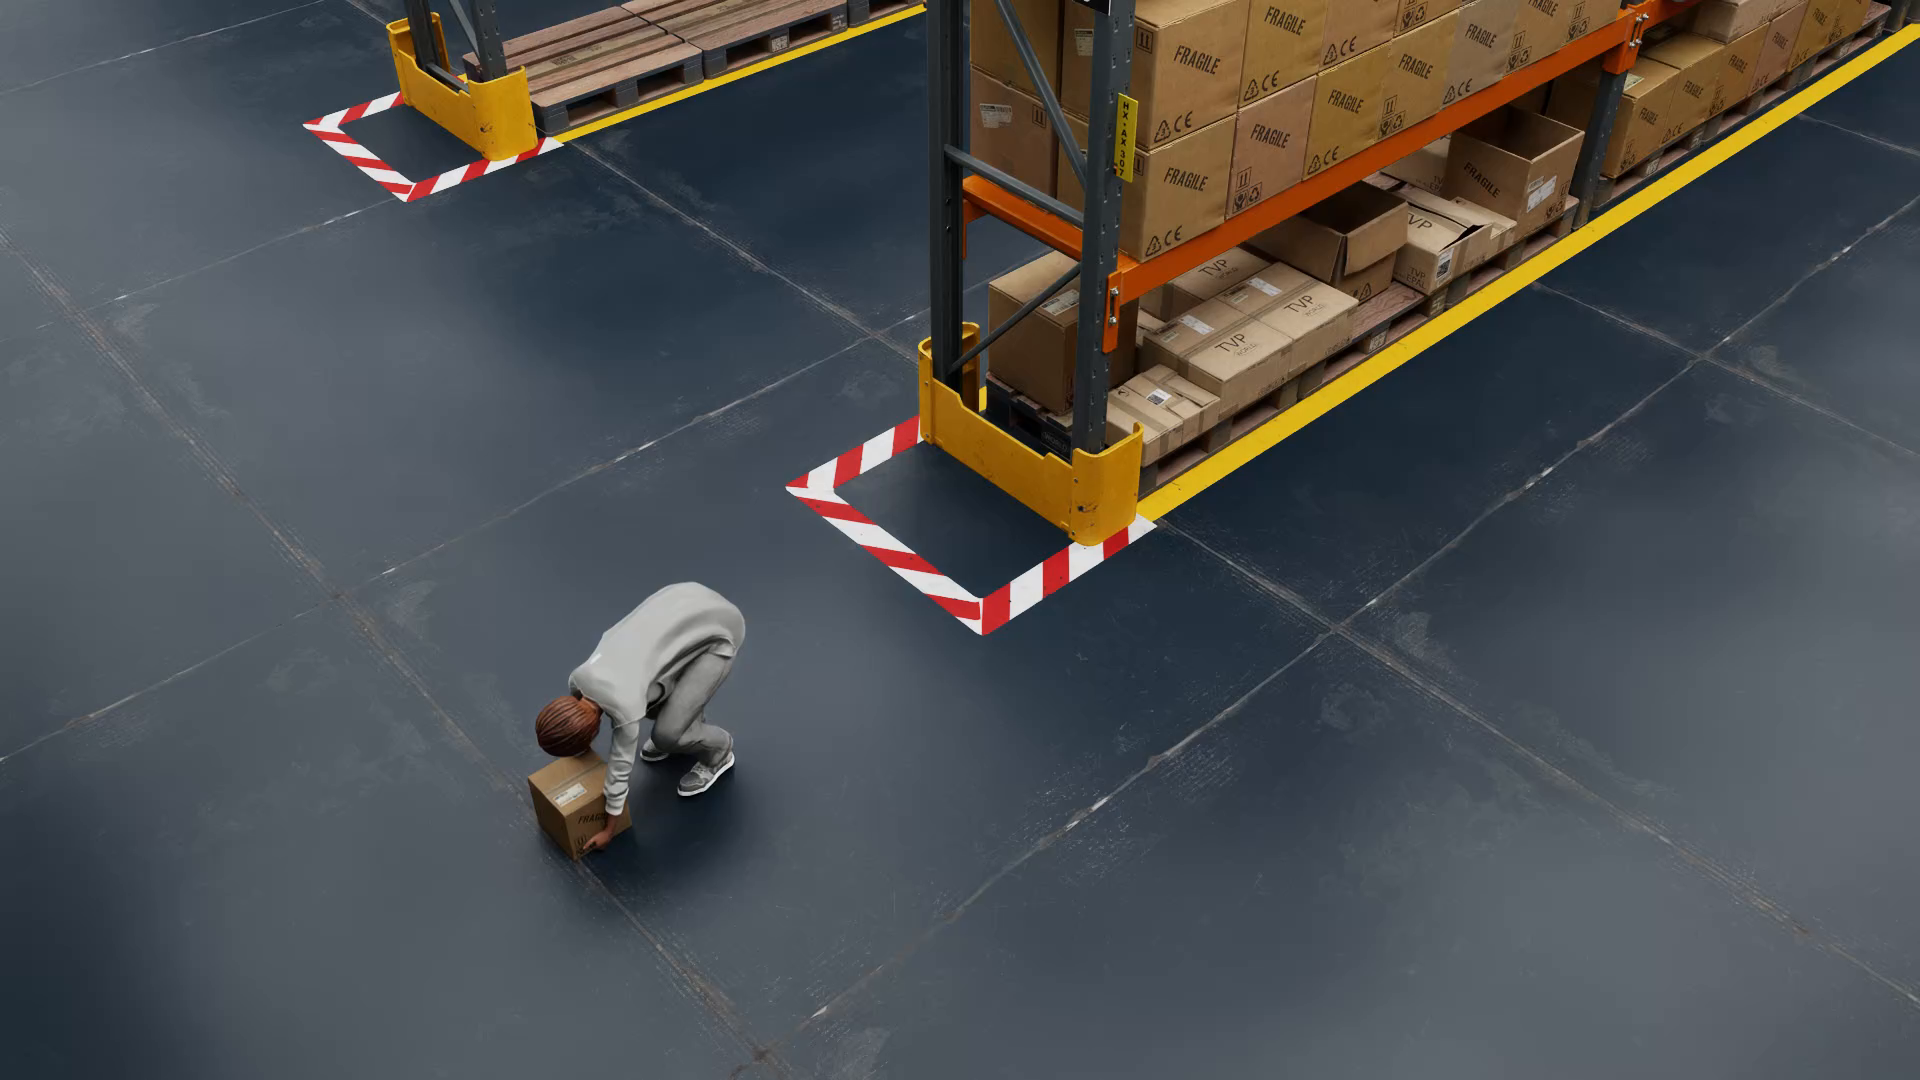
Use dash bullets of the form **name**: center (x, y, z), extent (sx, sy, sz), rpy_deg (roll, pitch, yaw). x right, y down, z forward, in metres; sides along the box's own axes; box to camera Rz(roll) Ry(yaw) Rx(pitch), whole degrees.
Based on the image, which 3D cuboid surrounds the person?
- **person**: center (-1.142, 0.621, 6.065), extent (0.864, 0.807, 0.433), rpy_deg (-33, 50, -33)
